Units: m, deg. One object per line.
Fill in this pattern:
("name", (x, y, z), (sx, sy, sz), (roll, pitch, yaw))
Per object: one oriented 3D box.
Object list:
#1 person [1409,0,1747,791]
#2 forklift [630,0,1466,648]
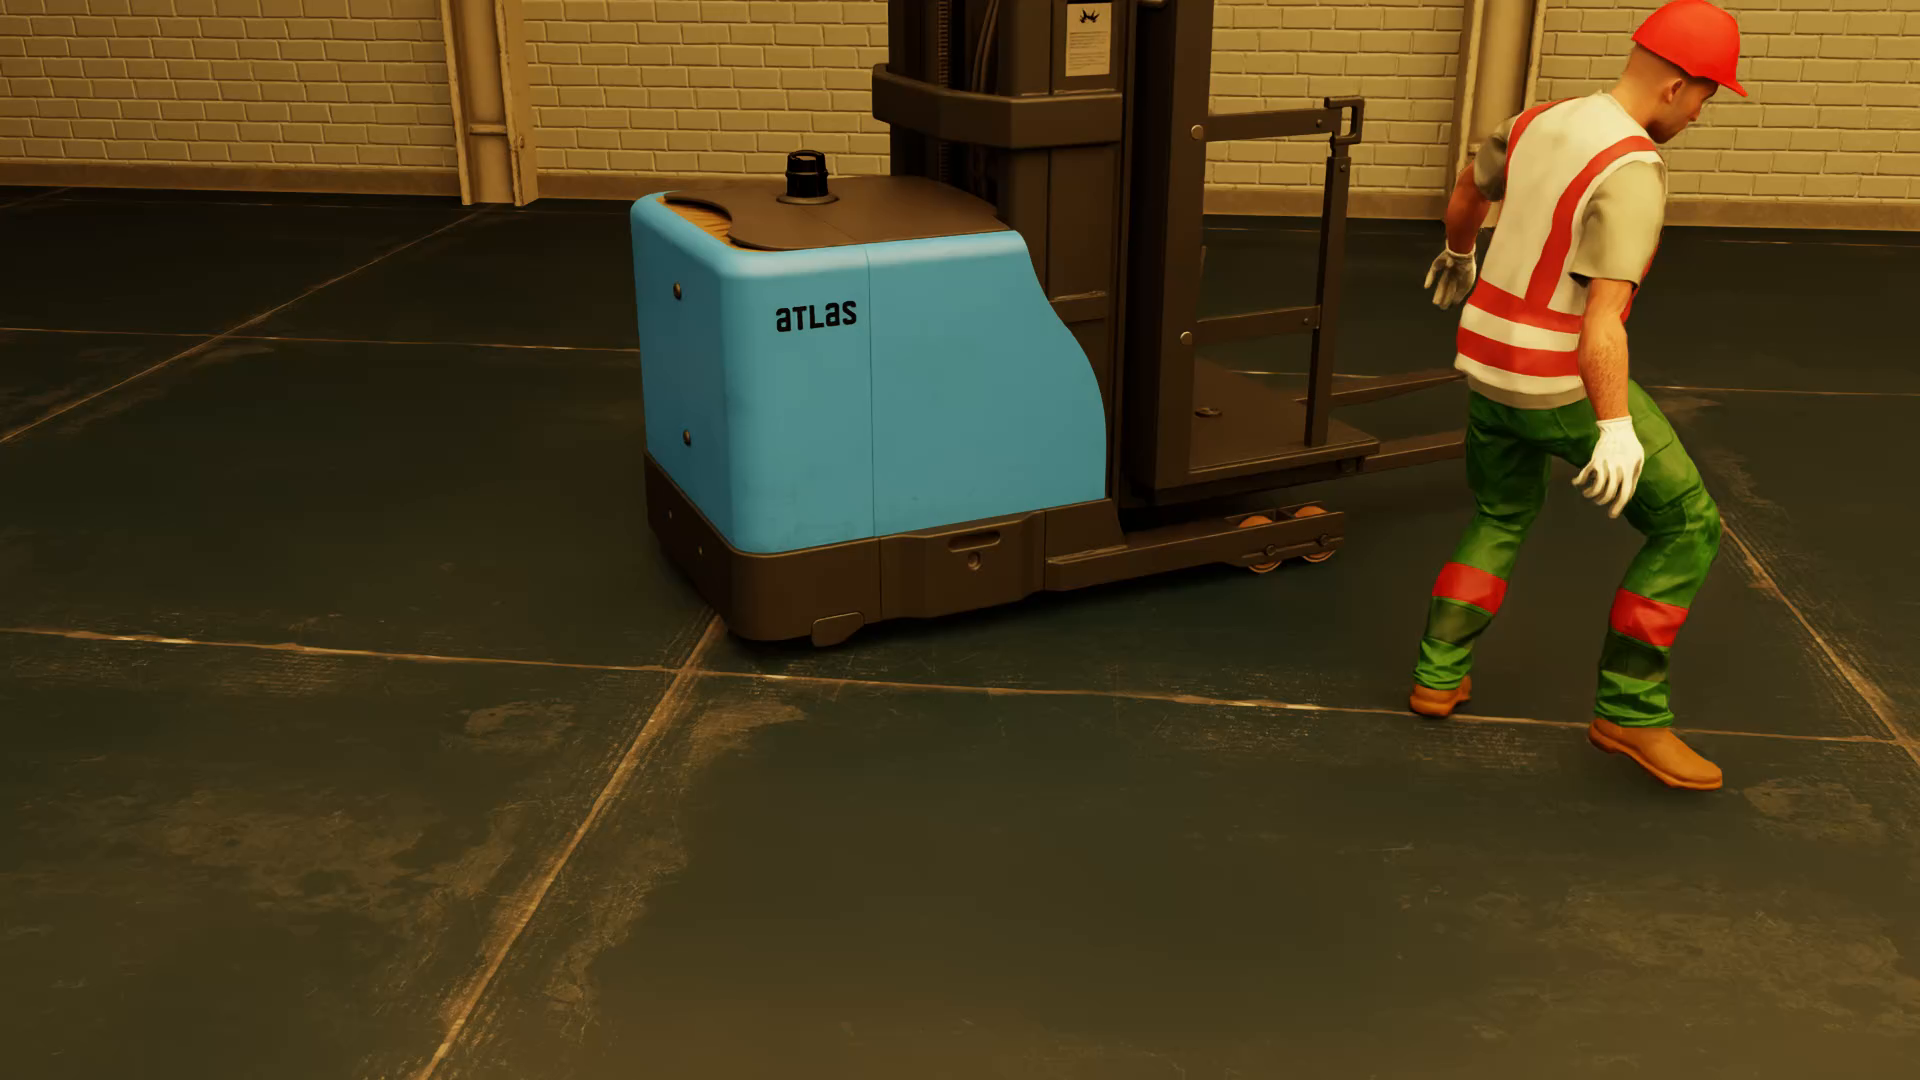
("person", (1.382, -0.364, 3.851), (0.542, 1.706, 1.140), (-6, 23, -14))
("forklift", (0.601, -1.430, 4.806), (3.031, 2.935, 1.130), (-10, 24, -23))
